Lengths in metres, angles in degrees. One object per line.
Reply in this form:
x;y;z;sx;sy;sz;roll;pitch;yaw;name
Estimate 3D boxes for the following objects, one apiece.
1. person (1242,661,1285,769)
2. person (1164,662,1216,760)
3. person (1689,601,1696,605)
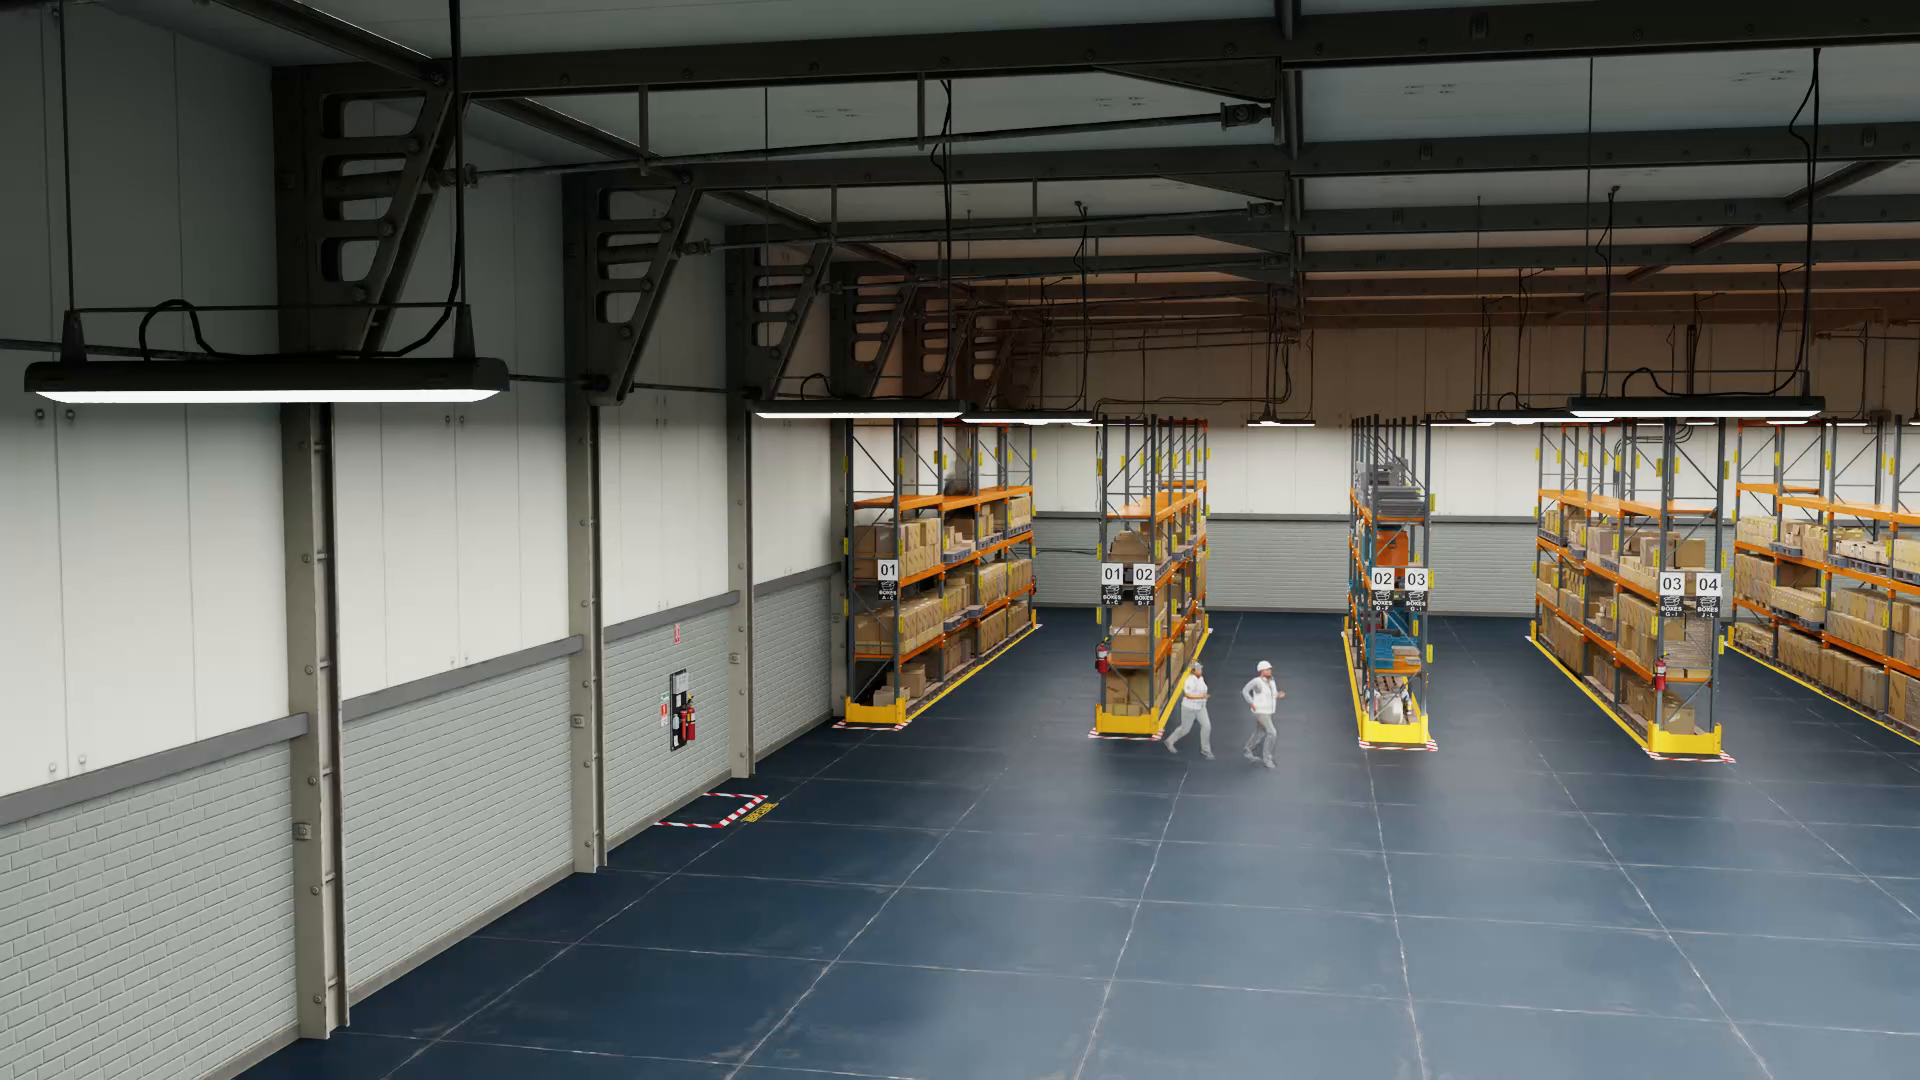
5.168;2.966;28.319;0.776;1.843;0.626;3;5;40;person
4.045;2.965;29.027;0.922;1.706;0.614;4;5;43;person
19.112;1.941;43.910;0.660;1.823;0.721;3;5;39;person
